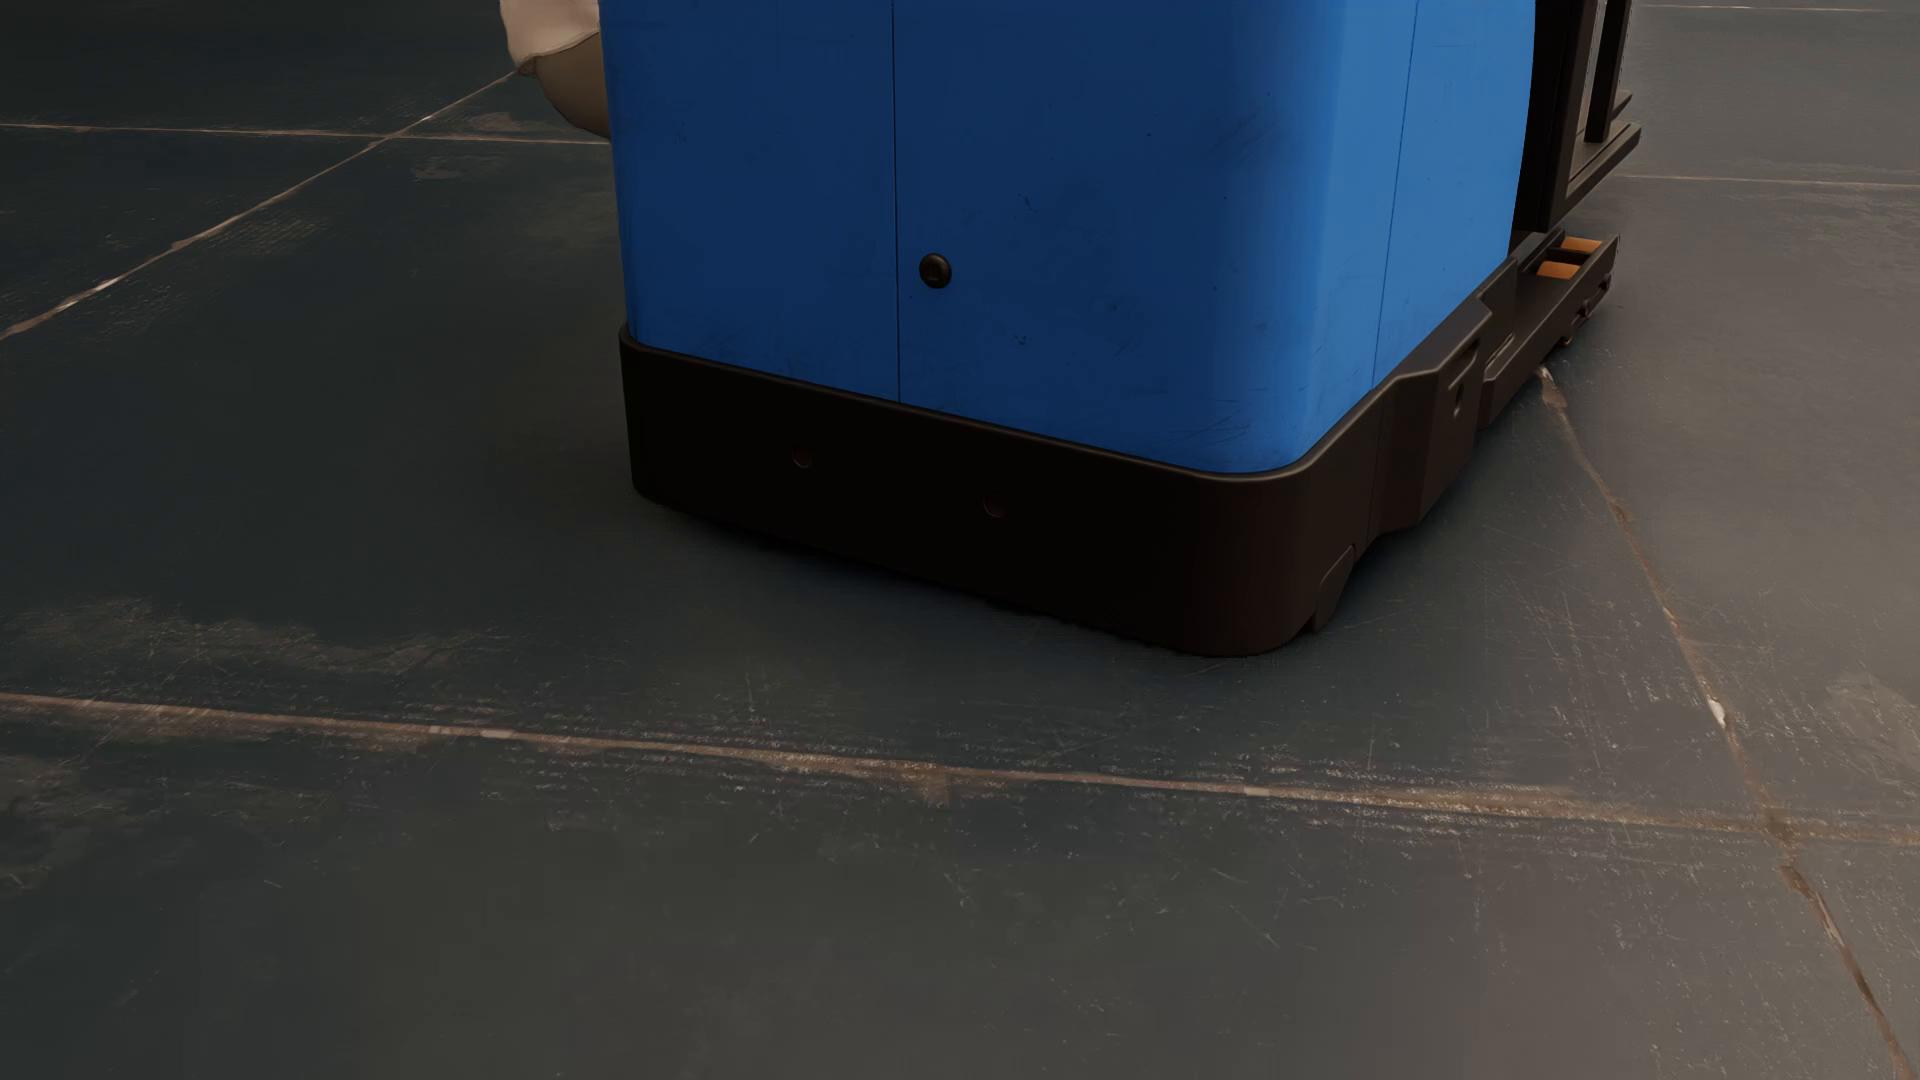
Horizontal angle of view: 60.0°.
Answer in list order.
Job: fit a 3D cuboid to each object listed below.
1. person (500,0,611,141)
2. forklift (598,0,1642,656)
[{"bbox_3d":[-0.312,-0.893,2.706,0.831,1.442,0.816,-2,27,-4],"label":"person"},{"bbox_3d":[0.690,-1.785,2.796,1.130,2.935,3.031,15,30,27],"label":"forklift"}]
